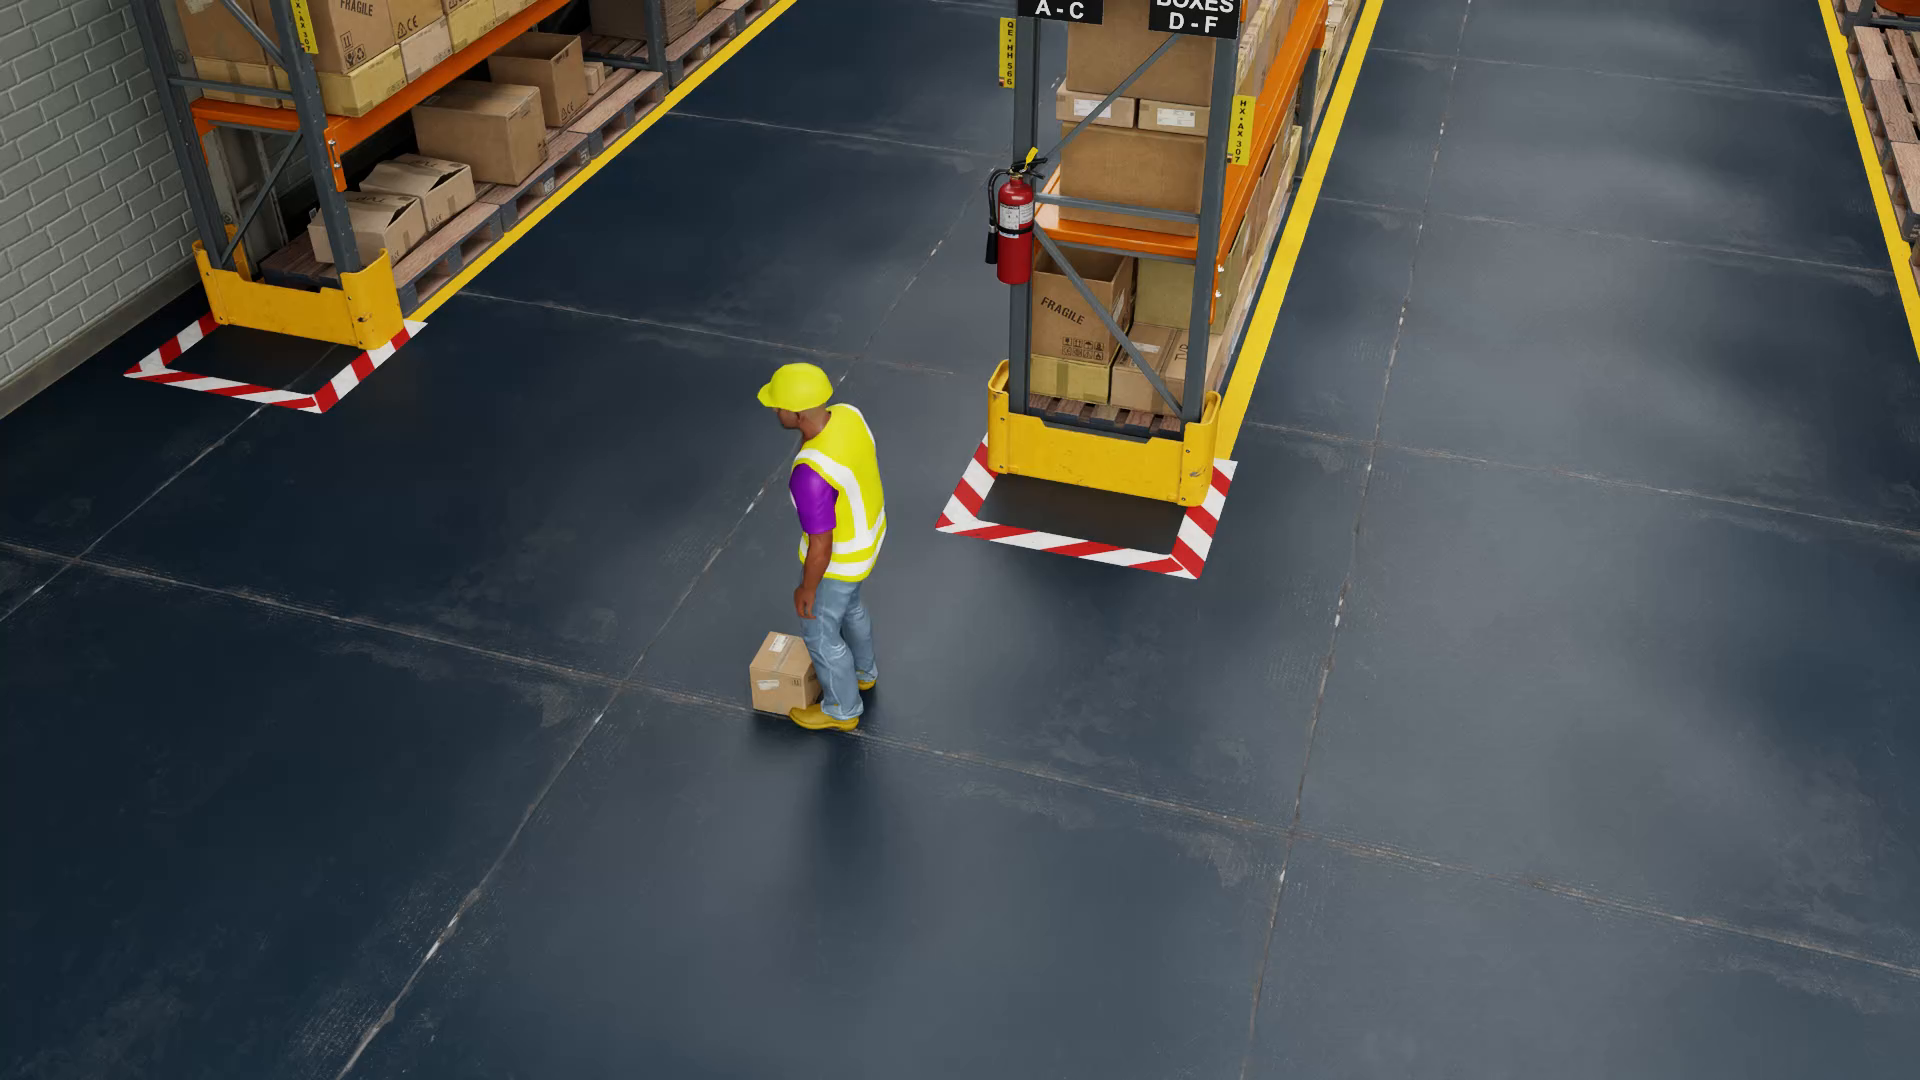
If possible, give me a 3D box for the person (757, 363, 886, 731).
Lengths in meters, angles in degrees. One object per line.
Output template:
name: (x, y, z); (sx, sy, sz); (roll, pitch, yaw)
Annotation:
person: (-0.545, 0.035, 6.834); (0.462, 1.755, 0.633); (8, 38, 11)
